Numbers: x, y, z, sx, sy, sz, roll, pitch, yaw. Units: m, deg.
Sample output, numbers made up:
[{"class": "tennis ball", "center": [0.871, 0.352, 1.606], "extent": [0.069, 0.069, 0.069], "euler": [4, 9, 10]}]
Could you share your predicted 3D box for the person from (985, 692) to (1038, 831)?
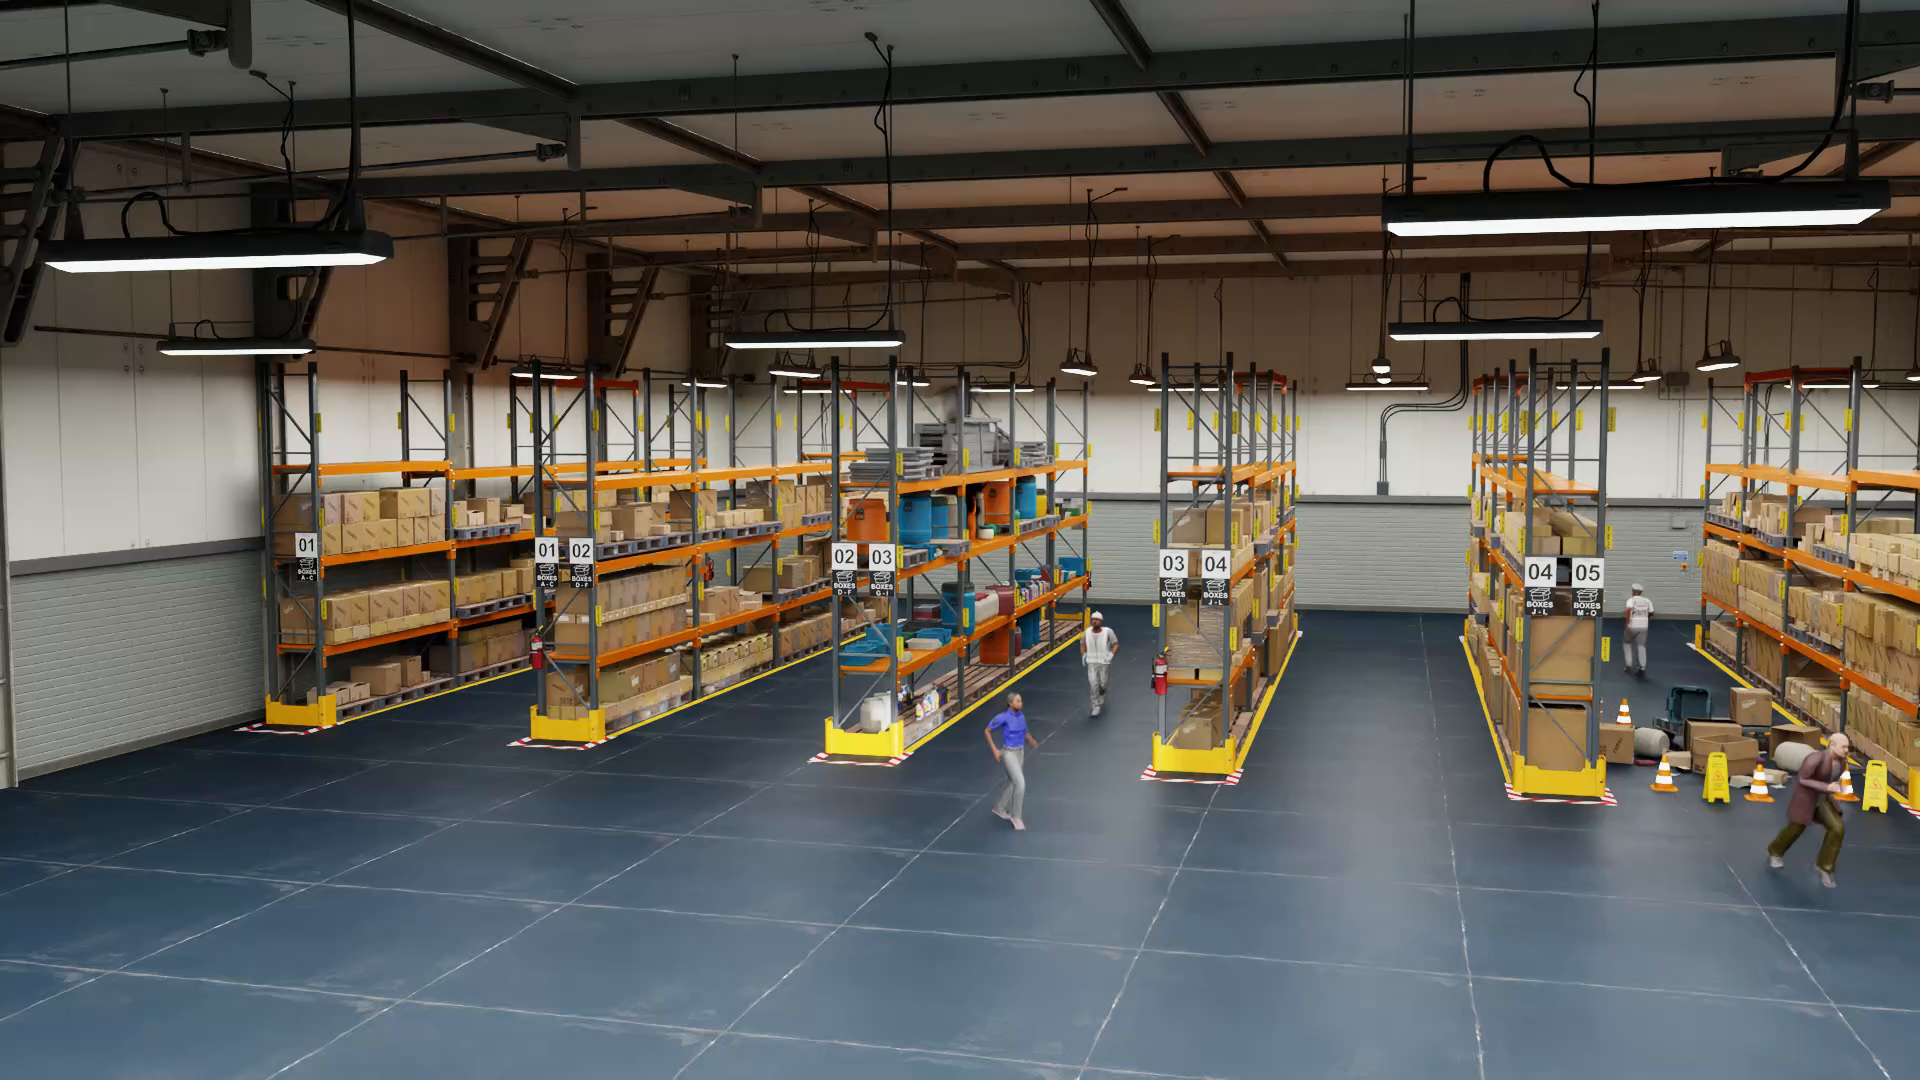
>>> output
[{"class": "person", "center": [0.641, 2.741, 20.660], "extent": [0.726, 1.721, 0.586], "euler": [3, 5, 39]}]

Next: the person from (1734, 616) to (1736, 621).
[{"class": "person", "center": [17.867, 1.507, 37.779], "extent": [0.670, 1.707, 0.691], "euler": [-2, 5, -29]}]

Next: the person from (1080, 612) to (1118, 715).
[{"class": "person", "center": [2.389, 2.120, 28.684], "extent": [0.675, 1.757, 0.656], "euler": [1, 4, 14]}]

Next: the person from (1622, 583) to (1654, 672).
[{"class": "person", "center": [13.558, 1.797, 33.294], "extent": [0.640, 1.851, 0.784], "euler": [0, 4, 4]}]

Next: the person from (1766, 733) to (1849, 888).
[{"class": "person", "center": [9.316, 2.913, 18.228], "extent": [0.753, 1.738, 1.071], "euler": [-1, 4, -20]}]
